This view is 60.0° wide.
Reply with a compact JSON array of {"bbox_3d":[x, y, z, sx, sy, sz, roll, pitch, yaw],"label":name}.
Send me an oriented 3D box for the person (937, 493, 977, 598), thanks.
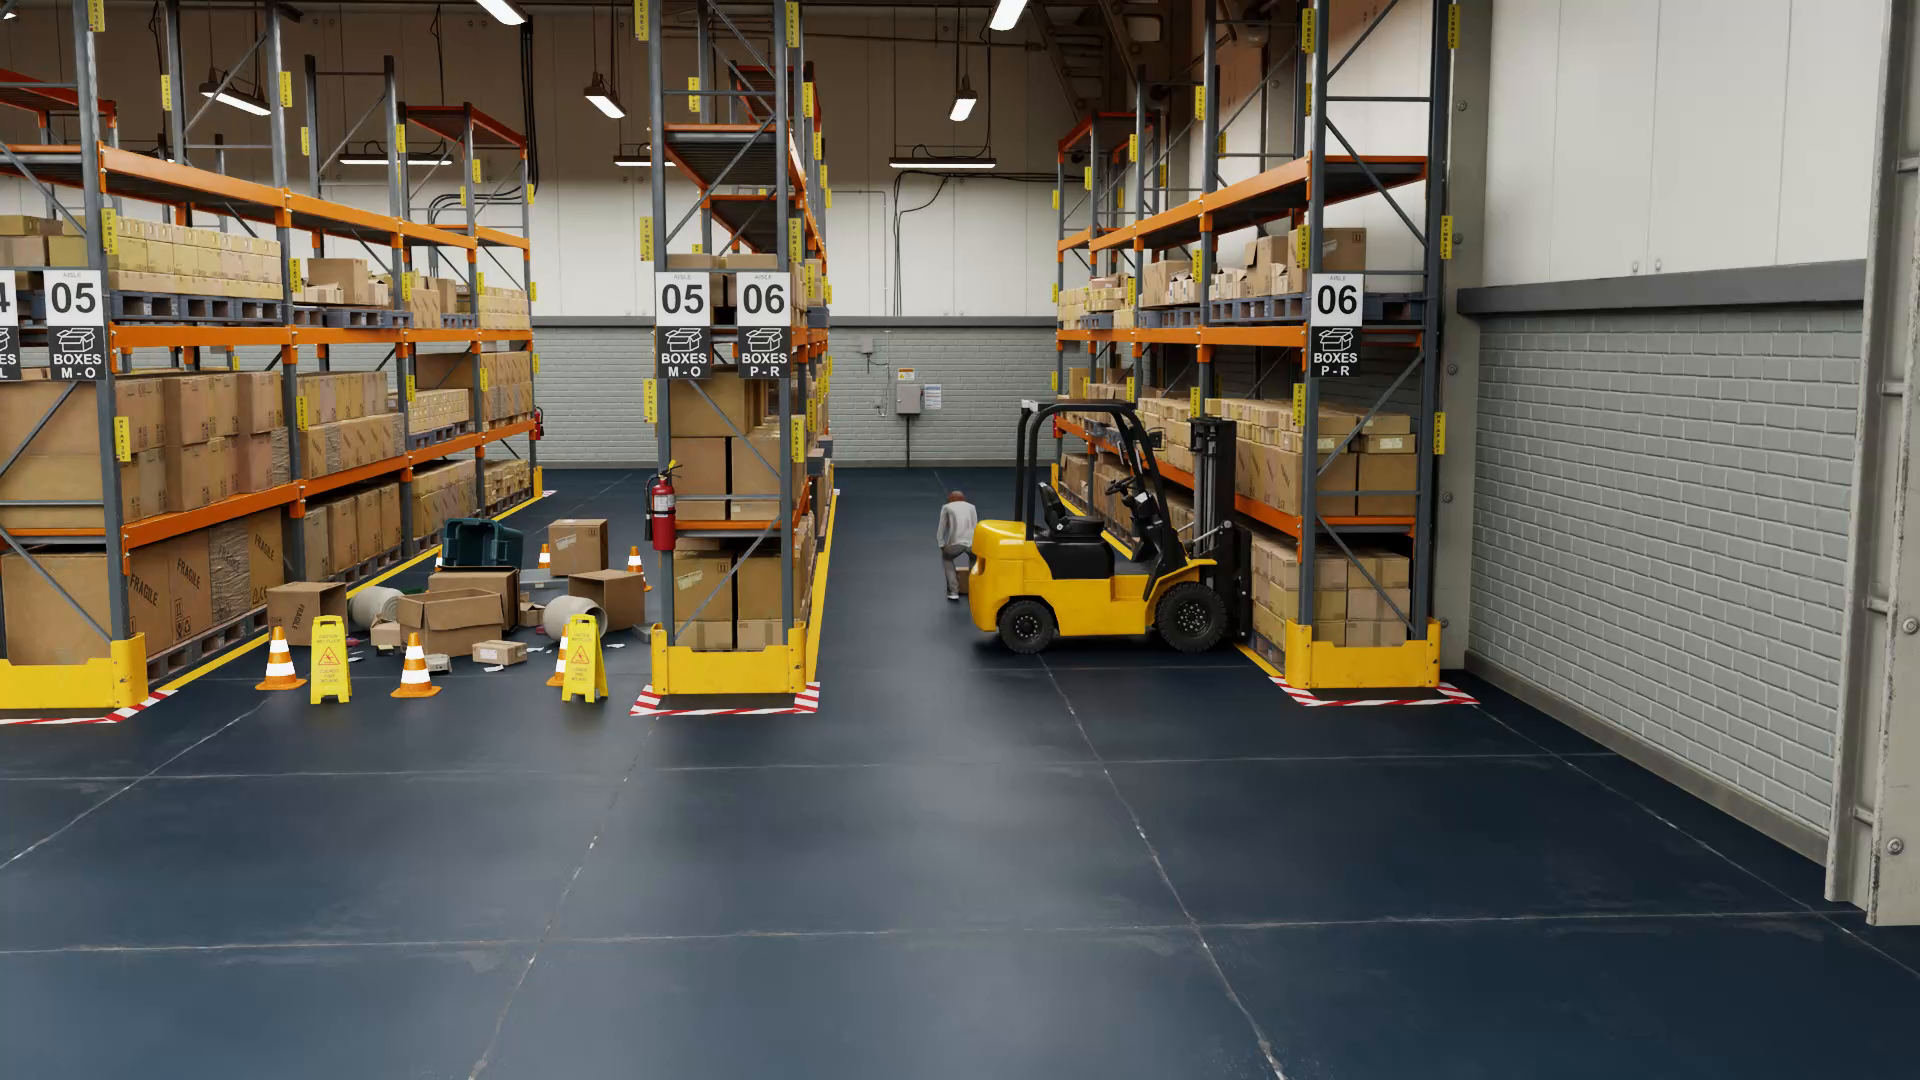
[{"bbox_3d":[-0.005,0.078,17.357,0.461,1.061,0.754,0,7,-4],"label":"person"}]
